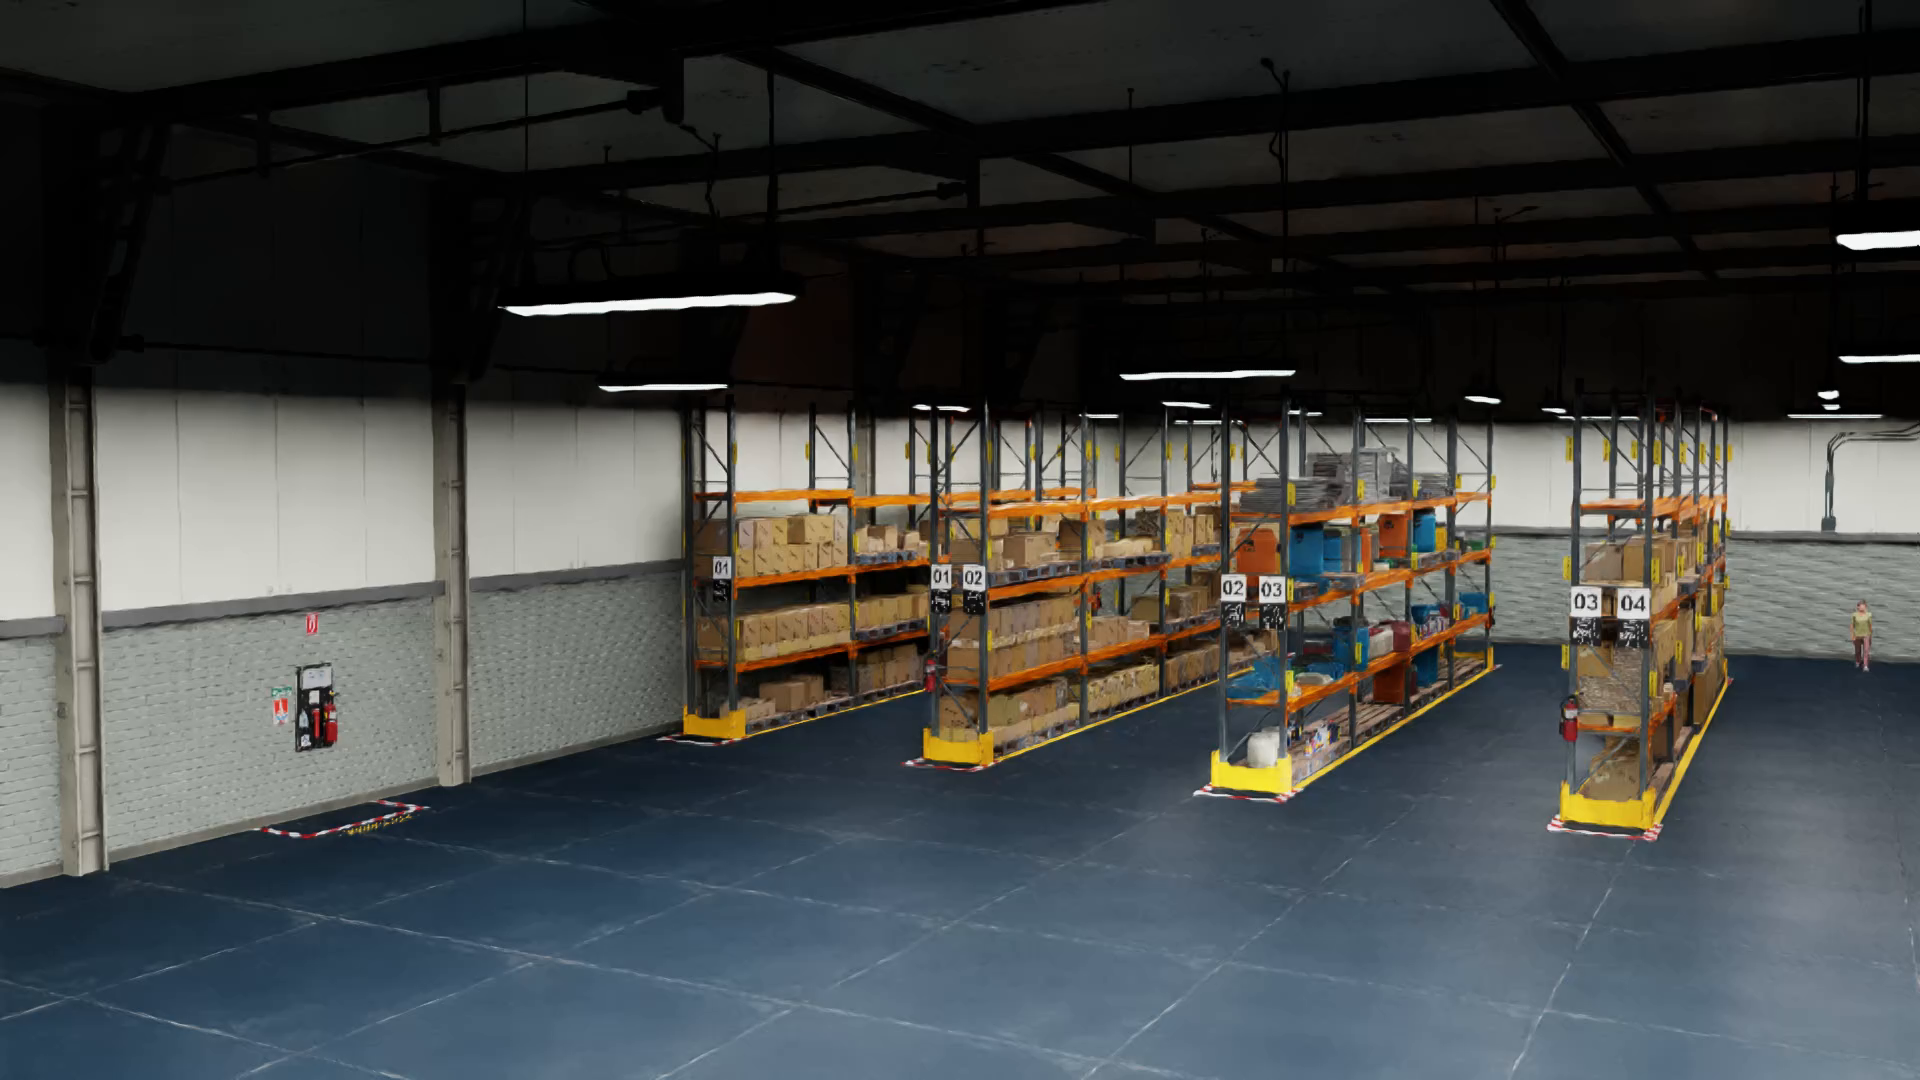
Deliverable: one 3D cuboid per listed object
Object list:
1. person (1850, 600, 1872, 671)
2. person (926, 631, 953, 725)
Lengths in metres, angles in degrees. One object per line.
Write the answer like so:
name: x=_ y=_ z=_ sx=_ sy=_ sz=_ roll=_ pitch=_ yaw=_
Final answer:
person: x=20.716 y=2.178 z=38.238 sx=0.448 sy=1.590 sz=1.110 roll=2 pitch=3 yaw=30
person: x=-0.398 y=2.524 z=29.872 sx=0.626 sy=1.781 sz=0.552 roll=-2 pitch=4 yaw=-33
